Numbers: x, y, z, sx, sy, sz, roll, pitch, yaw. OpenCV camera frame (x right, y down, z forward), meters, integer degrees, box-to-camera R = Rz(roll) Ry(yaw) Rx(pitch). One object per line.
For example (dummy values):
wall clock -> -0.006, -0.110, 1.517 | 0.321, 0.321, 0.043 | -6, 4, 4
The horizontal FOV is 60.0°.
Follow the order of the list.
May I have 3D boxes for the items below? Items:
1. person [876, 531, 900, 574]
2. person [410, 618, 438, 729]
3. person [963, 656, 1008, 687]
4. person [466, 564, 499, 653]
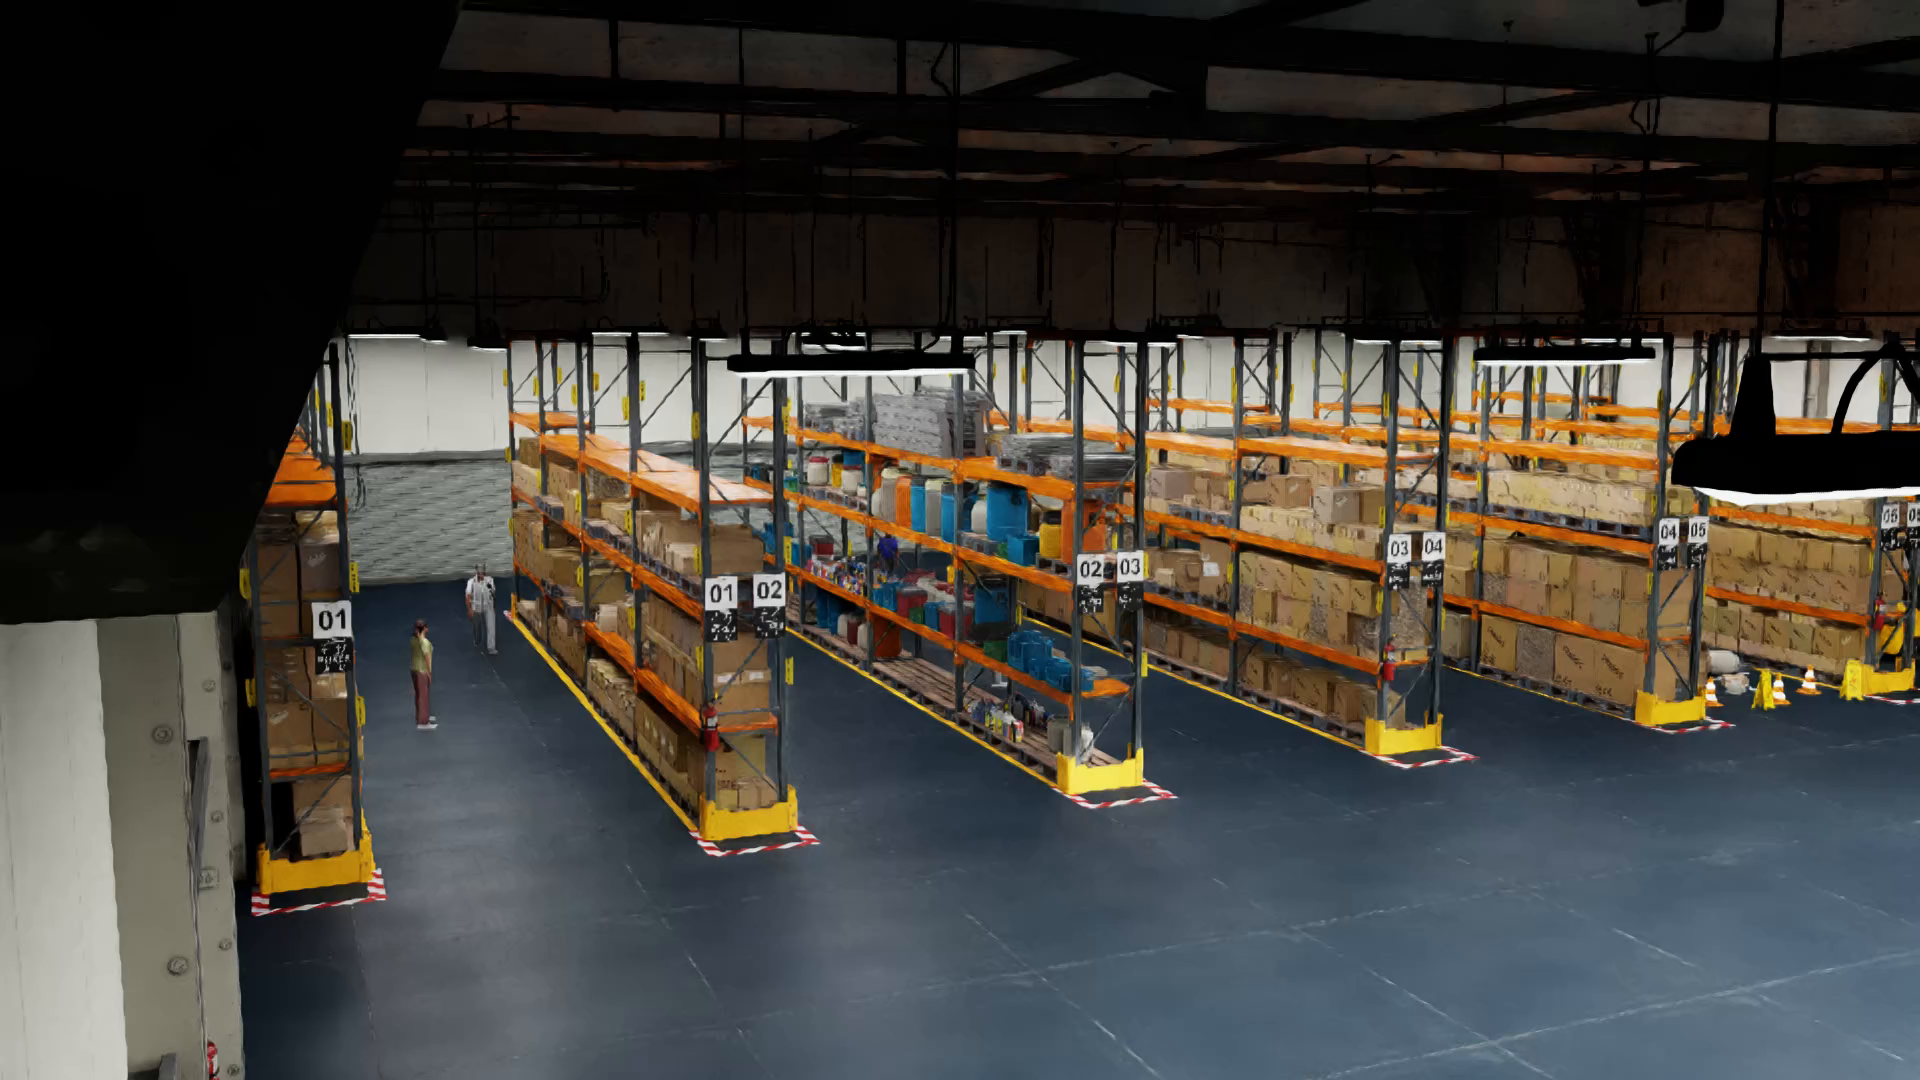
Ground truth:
person -> -1.599, 0.471, 37.257 | 0.463, 1.596, 0.998 | -3, 8, -24
person -> -8.200, 2.037, 25.495 | 0.541, 1.657, 0.454 | 7, 10, 42
person -> 0.346, 1.708, 28.137 | 0.613, 1.608, 0.809 | -7, 10, -40
person -> -8.951, 1.262, 31.094 | 0.542, 1.675, 1.126 | -3, 8, -20
